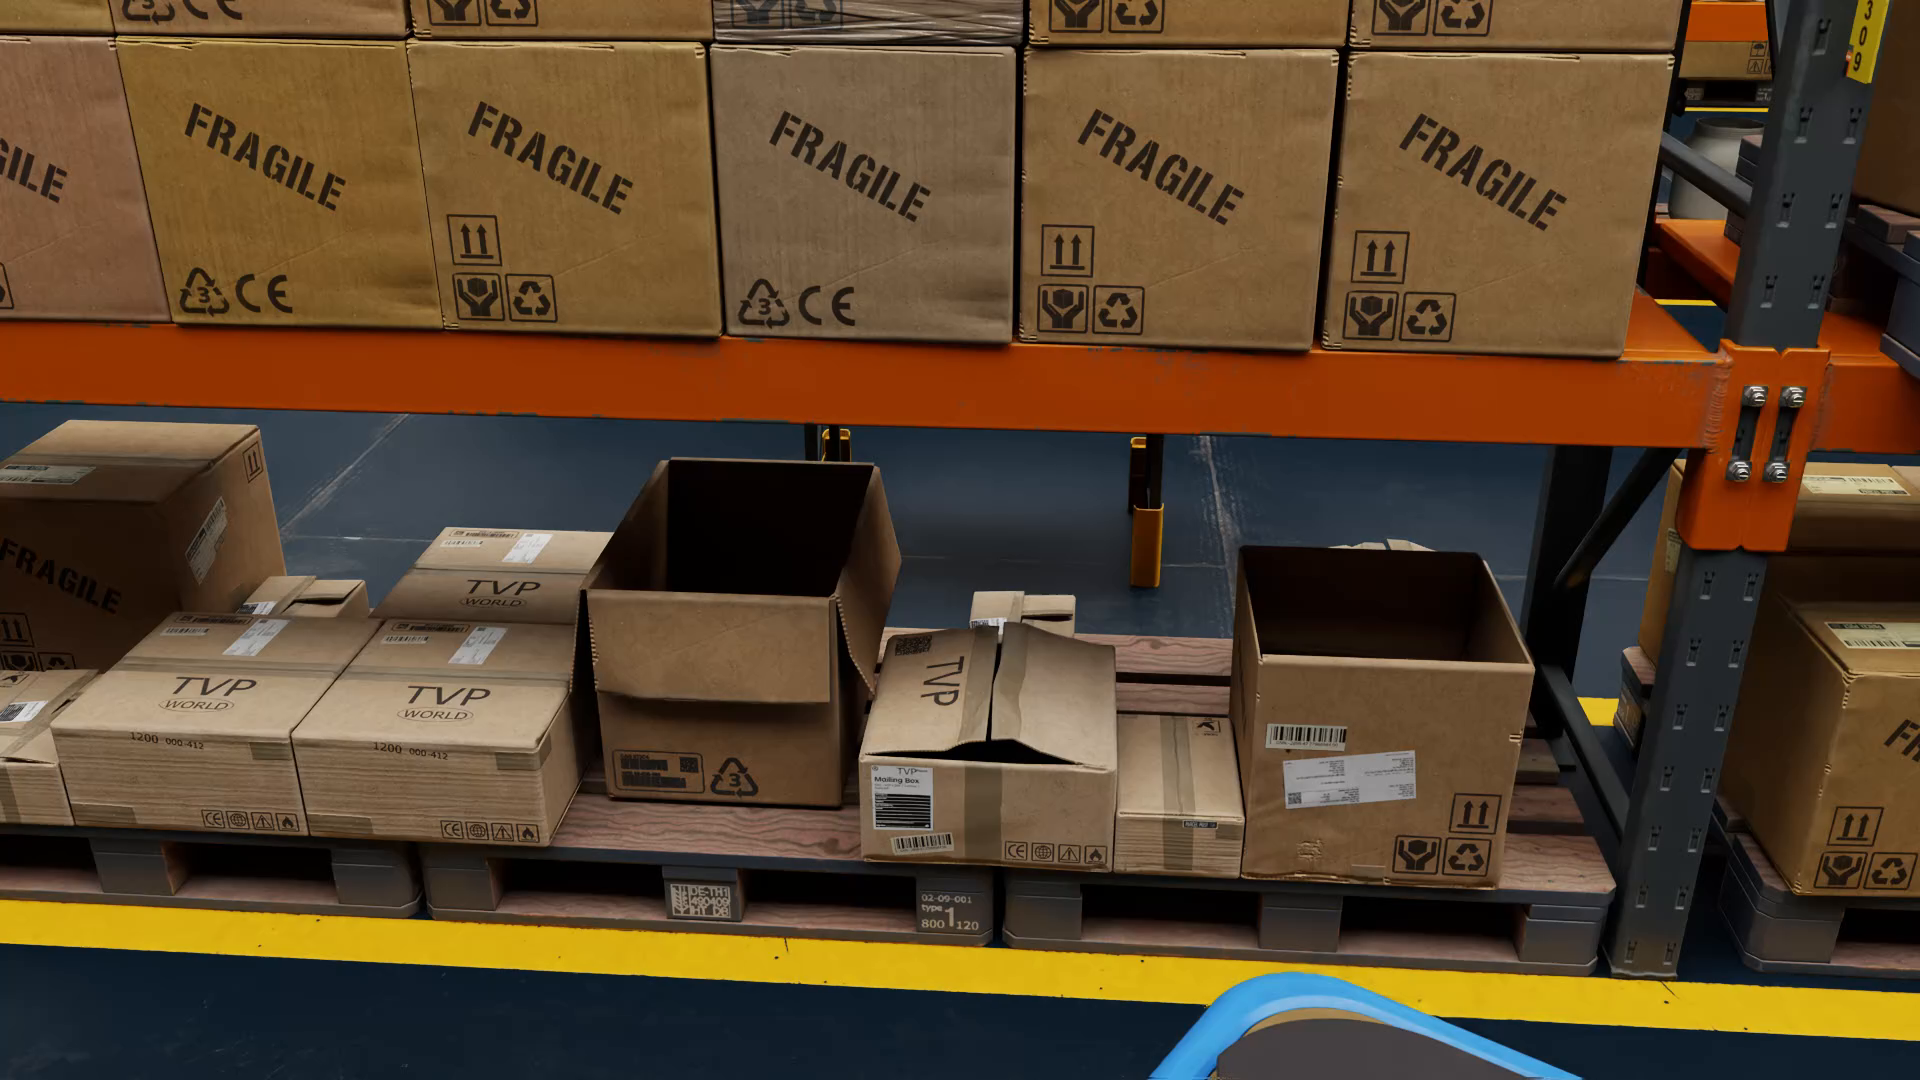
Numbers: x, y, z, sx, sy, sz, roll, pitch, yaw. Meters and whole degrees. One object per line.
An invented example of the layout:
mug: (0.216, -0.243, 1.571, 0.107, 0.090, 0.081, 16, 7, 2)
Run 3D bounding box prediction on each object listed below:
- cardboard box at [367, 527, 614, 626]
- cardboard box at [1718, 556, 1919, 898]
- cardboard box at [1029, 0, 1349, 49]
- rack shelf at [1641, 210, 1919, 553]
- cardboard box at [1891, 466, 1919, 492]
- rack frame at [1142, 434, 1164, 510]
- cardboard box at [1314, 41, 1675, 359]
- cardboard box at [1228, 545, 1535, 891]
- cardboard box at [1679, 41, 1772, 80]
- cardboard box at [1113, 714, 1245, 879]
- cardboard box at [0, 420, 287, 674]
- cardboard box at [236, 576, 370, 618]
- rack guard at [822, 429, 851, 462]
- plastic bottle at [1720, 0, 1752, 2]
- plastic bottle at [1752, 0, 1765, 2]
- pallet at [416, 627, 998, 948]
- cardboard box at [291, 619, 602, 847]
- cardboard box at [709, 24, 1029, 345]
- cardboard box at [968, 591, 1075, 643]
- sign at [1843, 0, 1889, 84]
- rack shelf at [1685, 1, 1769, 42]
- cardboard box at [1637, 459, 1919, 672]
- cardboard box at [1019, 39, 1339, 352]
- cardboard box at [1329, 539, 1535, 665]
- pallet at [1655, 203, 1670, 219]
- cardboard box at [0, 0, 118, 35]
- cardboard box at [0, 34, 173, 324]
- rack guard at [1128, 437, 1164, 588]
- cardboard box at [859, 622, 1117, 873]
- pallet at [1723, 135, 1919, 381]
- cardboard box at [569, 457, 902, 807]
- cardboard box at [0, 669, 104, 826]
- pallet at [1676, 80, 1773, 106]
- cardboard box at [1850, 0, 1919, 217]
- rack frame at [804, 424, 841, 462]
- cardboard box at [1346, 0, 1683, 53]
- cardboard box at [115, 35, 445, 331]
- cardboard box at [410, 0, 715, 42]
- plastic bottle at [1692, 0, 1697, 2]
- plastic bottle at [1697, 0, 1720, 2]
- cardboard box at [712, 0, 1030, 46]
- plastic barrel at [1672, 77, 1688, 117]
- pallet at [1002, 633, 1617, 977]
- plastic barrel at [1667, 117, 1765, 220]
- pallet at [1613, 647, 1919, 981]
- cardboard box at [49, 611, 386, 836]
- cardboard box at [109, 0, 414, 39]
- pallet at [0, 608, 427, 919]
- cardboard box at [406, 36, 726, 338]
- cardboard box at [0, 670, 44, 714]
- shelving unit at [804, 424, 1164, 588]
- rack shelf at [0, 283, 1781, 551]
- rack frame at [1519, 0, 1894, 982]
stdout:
cardboard box: (-1.074, 0.190, 4.012, 0.500, 0.250, 0.500, 2, 25, 4)
cardboard box: (1.872, 0.364, 3.335, 0.500, 0.500, 0.500, 1, 25, 2)
cardboard box: (0.374, -1.112, 2.762, 0.500, 0.500, 0.500, 1, 25, 3)
rack shelf: (3.403, -0.298, 3.170, 4.000, 0.370, 1.077, 2, 25, 4)
cardboard box: (2.415, 0.163, 3.772, 0.500, 0.500, 0.500, 2, 25, 4)
rack frame: (0.592, -0.662, 4.895, 0.032, 1.500, 0.500, 2, 25, 4)
cardboard box: (0.891, -0.643, 2.940, 0.500, 0.500, 0.500, 2, 25, 5)
cardboard box: (0.819, 0.347, 3.372, 0.500, 0.500, 0.500, 2, 25, 4)
cardboard box: (5.473, -3.946, 12.276, 0.875, 0.875, 1.225, 1, 25, 2)
cardboard box: (0.440, 0.519, 3.417, 0.250, 0.149, 0.380, 2, 25, 4)
cardboard box: (-2.018, 0.034, 4.053, 0.500, 0.500, 0.500, 2, 25, 4)
cardboard box: (-1.622, 0.236, 4.013, 0.250, 0.166, 0.380, 2, 25, 4)
rack guard: (-0.421, -0.127, 5.227, 0.087, 0.250, 0.587, 2, 25, 4)
plastic bottle: (3.379, -2.486, 7.213, 0.135, 0.276, 0.152, 2, 25, 4)
plastic bottle: (3.492, -2.469, 7.181, 0.097, 0.271, 0.097, 0, 25, 0)
pallet: (-0.496, 0.518, 3.873, 1.213, 0.211, 1.003, 2, 25, 4)
cardboard box: (-1.062, 0.400, 3.555, 0.500, 0.250, 0.500, 2, 25, 4)
cardboard box: (-0.136, -0.675, 3.008, 0.500, 0.500, 0.500, 2, 25, 5)
cardboard box: (0.144, 0.271, 3.935, 0.250, 0.166, 0.380, 2, 25, 4)
sign: (1.375, -0.856, 2.485, 0.005, 0.325, 0.100, 2, 25, 4)
rack shelf: (3.786, -2.362, 7.656, 4.000, 0.370, 1.077, 2, 25, 4)
cardboard box: (1.923, 0.143, 3.814, 0.500, 0.500, 0.500, 2, 25, 4)
cardboard box: (0.377, -0.659, 2.975, 0.500, 0.500, 0.500, 3, 25, 5)
cardboard box: (1.007, 0.229, 3.854, 0.500, 0.311, 0.500, 2, 25, 4)
pallet: (3.778, -1.406, 8.054, 1.213, 0.211, 1.003, 2, 25, 4)
cardboard box: (-1.635, -1.179, 2.908, 0.500, 0.500, 0.500, 2, 25, 5)
cardboard box: (-1.642, -0.724, 3.115, 0.500, 0.500, 0.500, 2, 25, 3)
rack guard: (0.573, -0.095, 5.158, 0.087, 0.250, 0.587, 2, 25, 4)
cardboard box: (0.071, 0.409, 3.463, 0.500, 0.311, 0.500, 2, 25, 4)
pallet: (2.197, -0.531, 3.044, 1.213, 0.211, 1.003, 2, 25, 4)
cardboard box: (-0.465, 0.187, 3.714, 0.637, 0.503, 0.797, 2, 25, 4)
cardboard box: (-1.939, 0.435, 3.579, 0.250, 0.166, 0.380, 2, 25, 4)
pallet: (5.379, -3.479, 12.559, 1.213, 0.211, 1.003, 2, 25, 4)
cardboard box: (1.864, -0.817, 2.814, 0.500, 0.500, 0.700, -6, 25, -14)
rack frame: (-0.422, -0.695, 4.966, 0.032, 1.500, 0.500, 2, 25, 4)
cardboard box: (0.885, -1.097, 2.729, 0.500, 0.500, 0.500, 2, 25, 4)
cardboard box: (-1.142, -0.707, 3.077, 0.500, 0.500, 0.500, 2, 25, 4)
cardboard box: (-0.630, -1.145, 2.834, 0.500, 0.500, 0.500, 2, 25, 4)
plastic bottle: (3.147, -2.494, 7.229, 0.135, 0.276, 0.152, 2, 25, 4)
plastic bottle: (3.261, -2.445, 7.212, 0.097, 0.201, 0.097, 0, 25, 0)
cardboard box: (-0.129, -1.128, 2.798, 0.500, 0.500, 0.500, 2, 25, 4)
plastic barrel: (3.039, -1.944, 7.893, 0.708, 0.901, 0.600, 2, 25, 4)
pallet: (0.724, 0.556, 3.790, 1.213, 0.211, 1.003, 2, 25, 4)
plastic barrel: (3.595, -1.711, 7.854, 0.421, 0.512, 0.421, 0, 25, 0)
pallet: (2.223, 0.588, 3.719, 1.213, 0.211, 1.003, 2, 25, 4)
cardboard box: (-1.561, 0.384, 3.590, 0.500, 0.250, 0.500, 2, 25, 4)
cardboard box: (-1.137, -1.161, 2.868, 0.500, 0.500, 0.500, 2, 25, 5)
pallet: (-1.709, 0.478, 3.960, 1.213, 0.211, 1.003, 2, 25, 4)
cardboard box: (-0.644, -0.690, 3.041, 0.500, 0.500, 0.500, 2, 25, 5)
cardboard box: (-2.188, 0.435, 3.600, 0.250, 0.149, 0.380, 2, 25, 4)
shelving unit: (0.076, -0.679, 4.931, 1.083, 1.500, 0.587, 2, 25, 4)
rack shelf: (-0.585, -0.426, 3.448, 4.000, 0.370, 1.077, 2, 25, 4)
rack frame: (1.409, -0.689, 3.158, 0.127, 3.000, 1.000, 2, 25, 4)
